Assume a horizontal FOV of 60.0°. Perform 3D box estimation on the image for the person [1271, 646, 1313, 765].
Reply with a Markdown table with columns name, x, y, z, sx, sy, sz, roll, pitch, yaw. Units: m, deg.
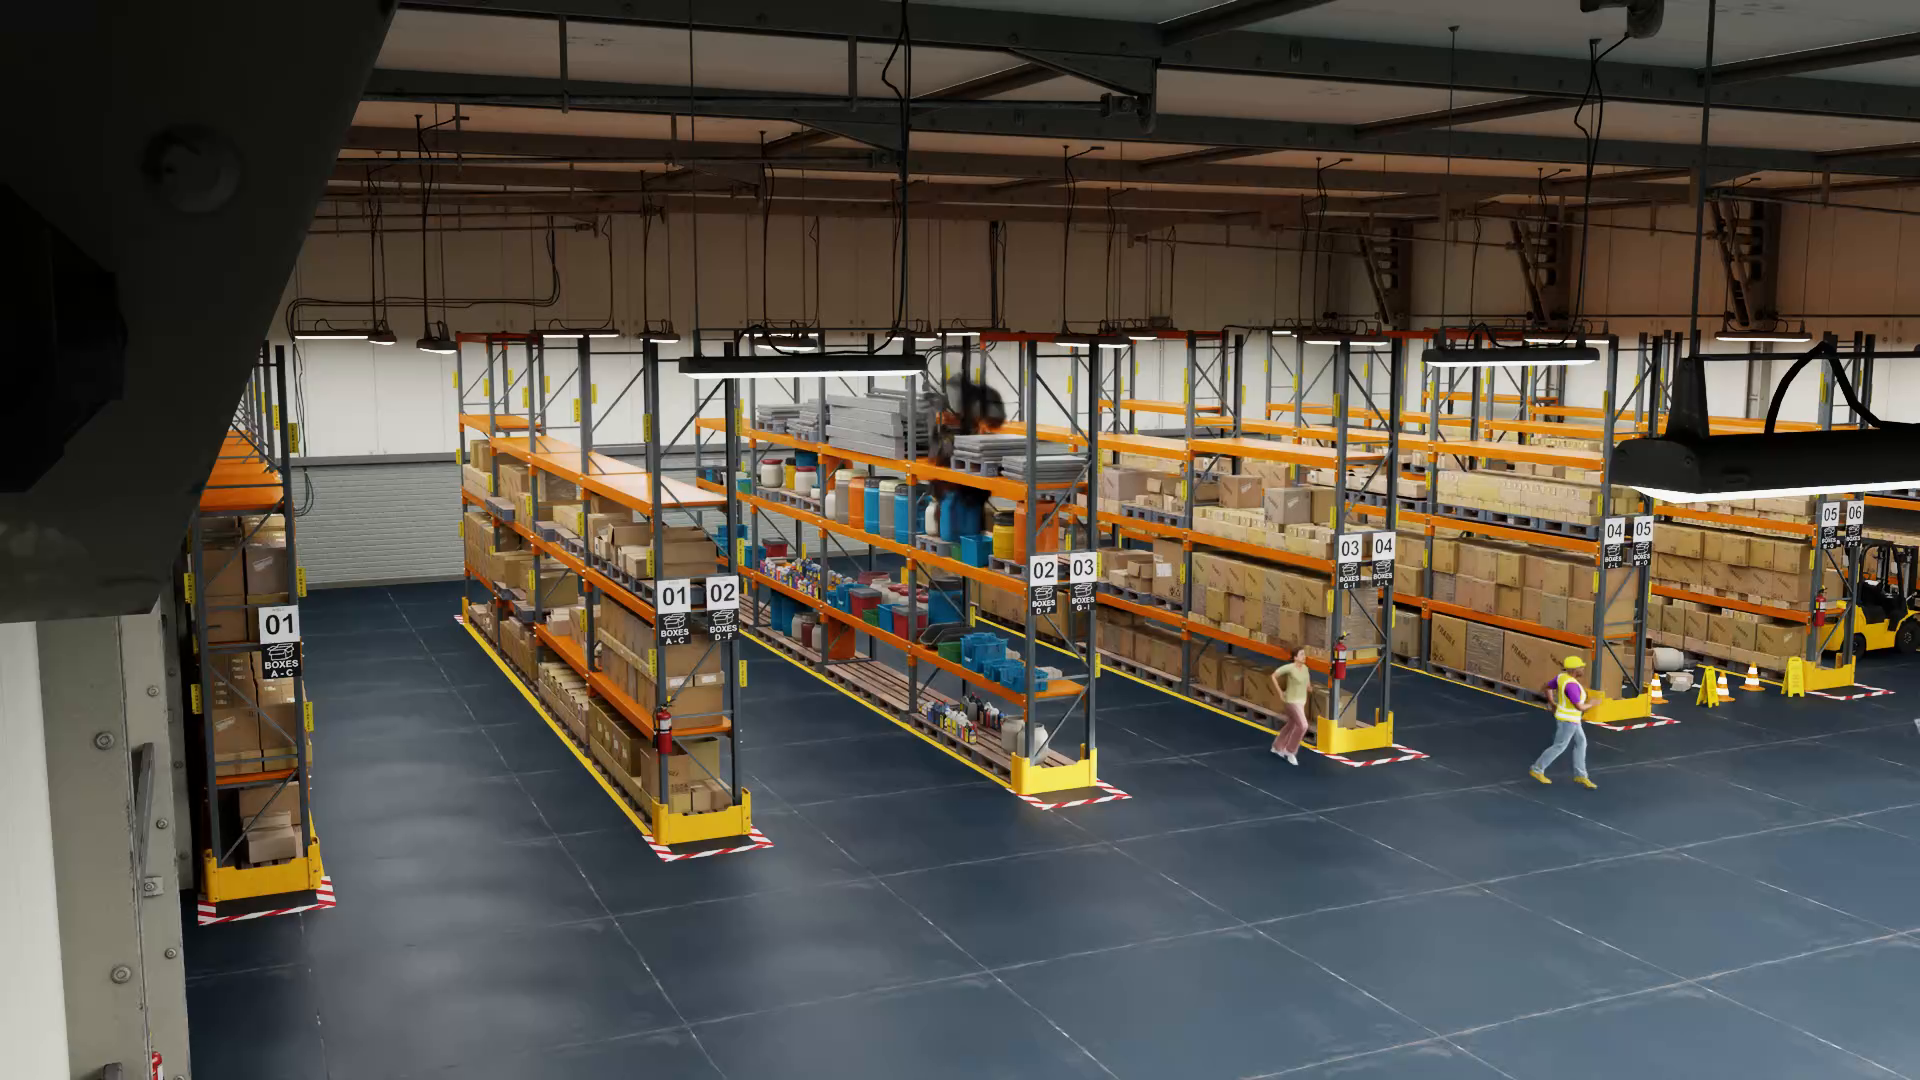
| name | x | y | z | sx | sy | sz | roll | pitch | yaw |
| --- | --- | --- | --- | --- | --- | --- | --- | --- | --- |
| person | 4.755 | 2.340 | 23.710 | 0.558 | 1.688 | 0.680 | -6 | 10 | -38 |

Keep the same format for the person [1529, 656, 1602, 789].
| name | x | y | z | sx | sy | sz | roll | pitch | yaw |
| --- | --- | --- | --- | --- | --- | --- | --- | --- | --- |
| person | 8.125 | 2.442 | 22.296 | 0.890 | 1.806 | 0.681 | 2 | 8 | 14 |
